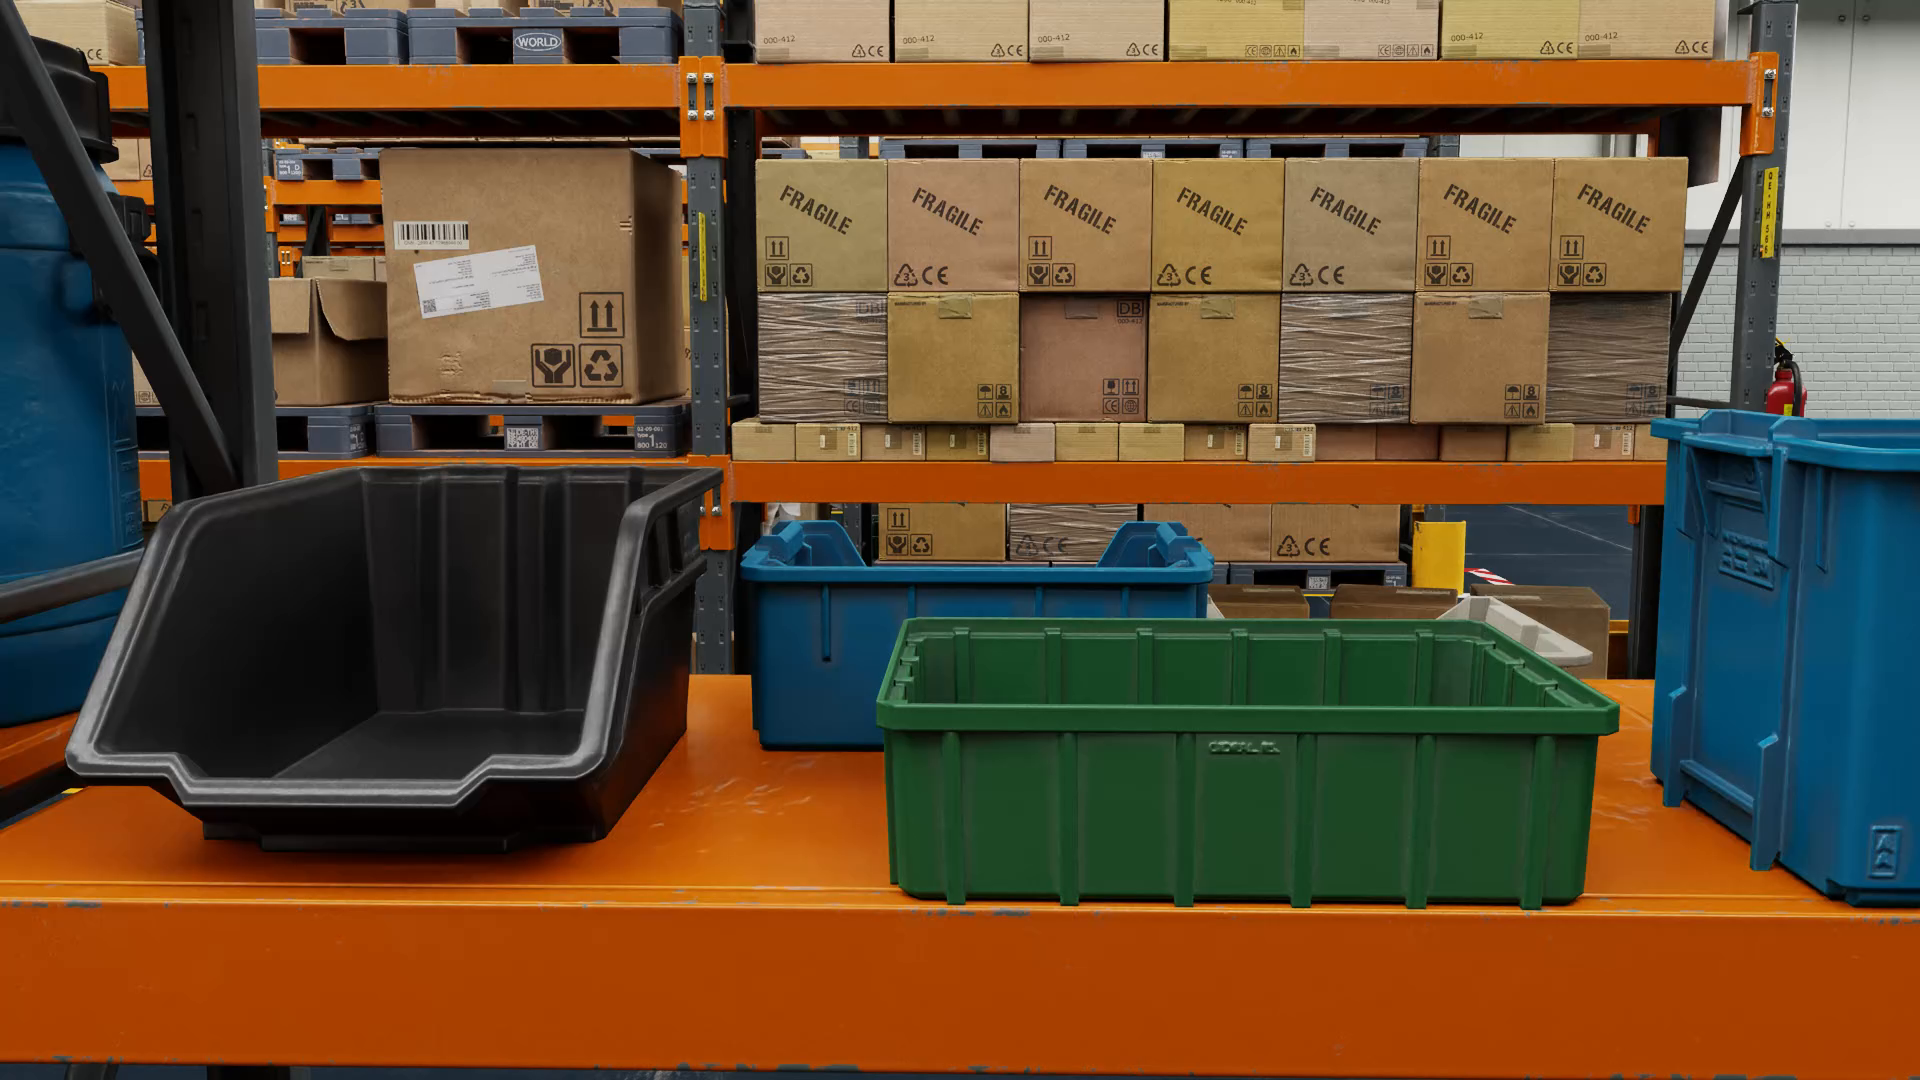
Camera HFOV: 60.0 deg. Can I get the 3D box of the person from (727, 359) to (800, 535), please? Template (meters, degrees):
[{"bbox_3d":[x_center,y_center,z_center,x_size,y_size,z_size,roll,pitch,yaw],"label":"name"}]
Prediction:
[{"bbox_3d":[-1.009,-0.093,8.486,0.378,1.663,0.538,-2,8,-14],"label":"person"}]
